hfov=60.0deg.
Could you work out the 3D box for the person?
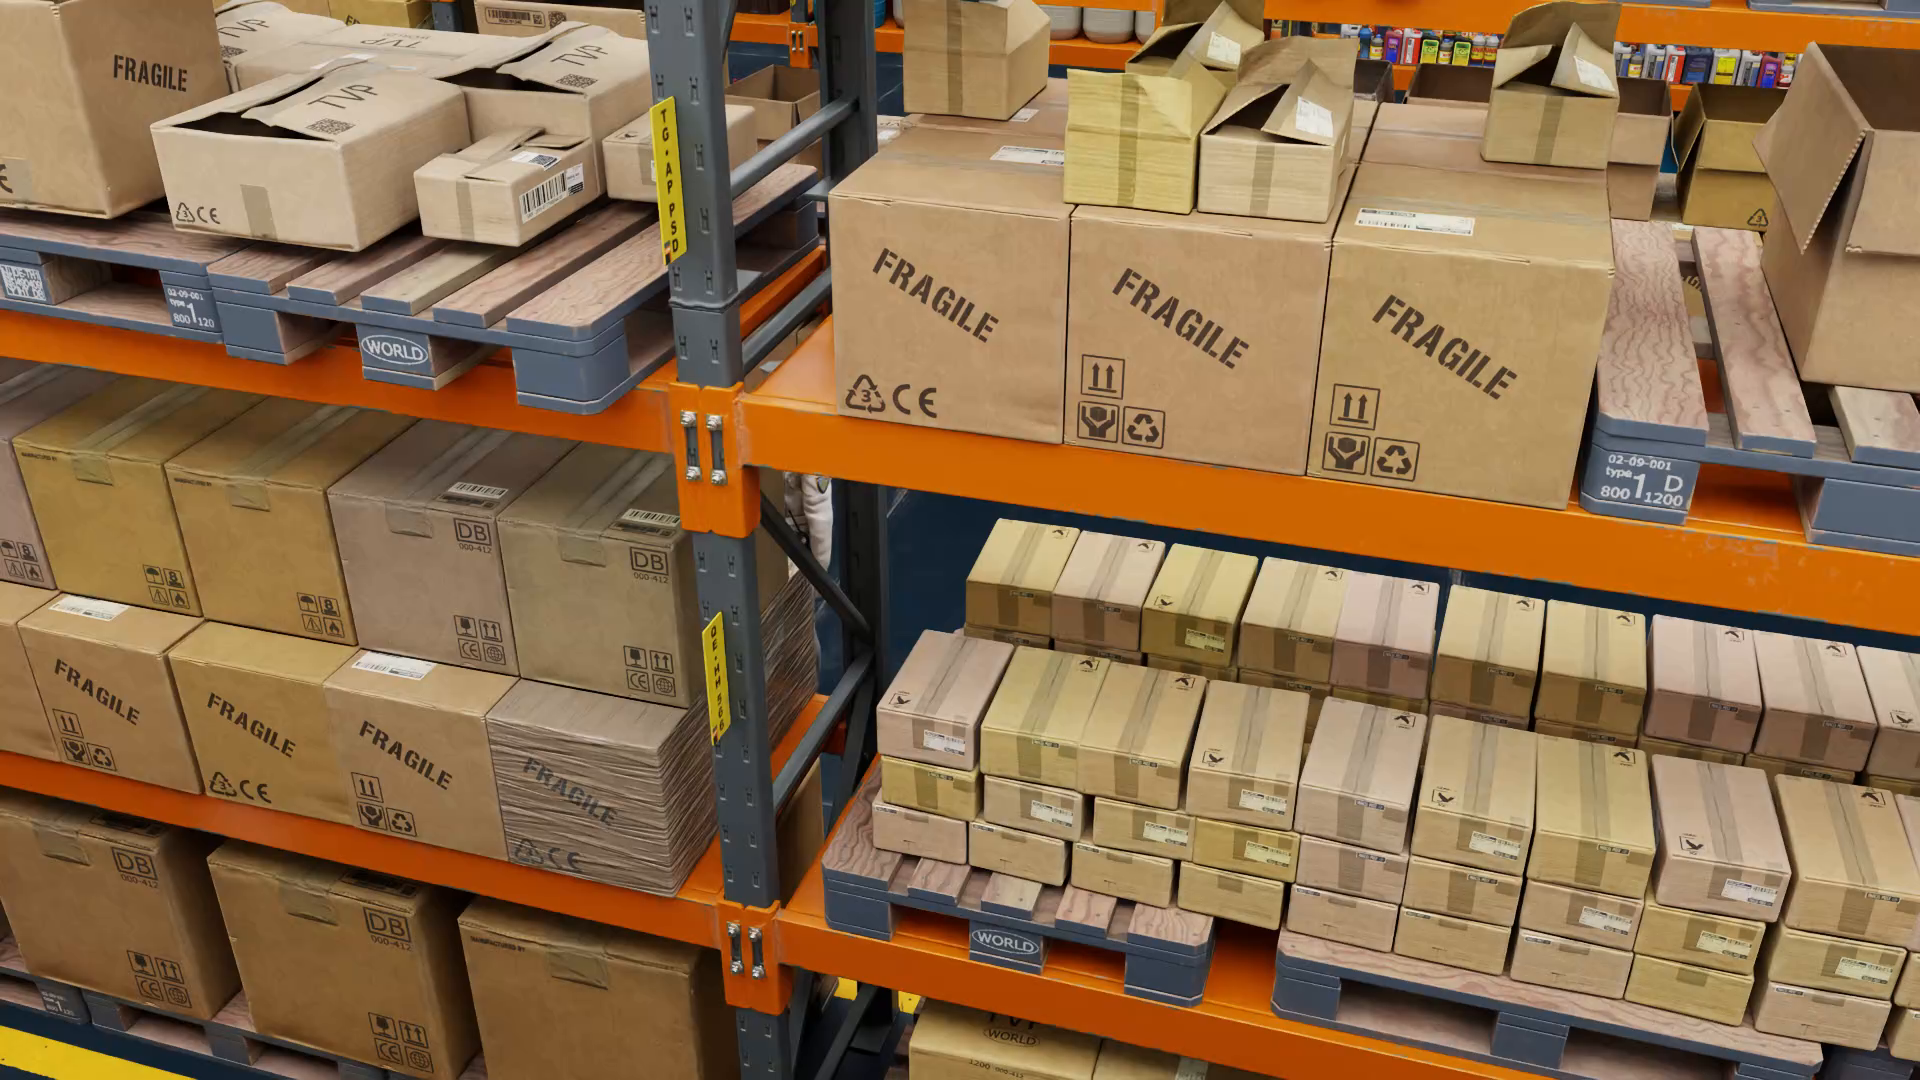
[{"bbox_3d":[-0.755,0.044,7.046,0.374,1.709,0.527,-21,36,-32],"label":"person"}]
